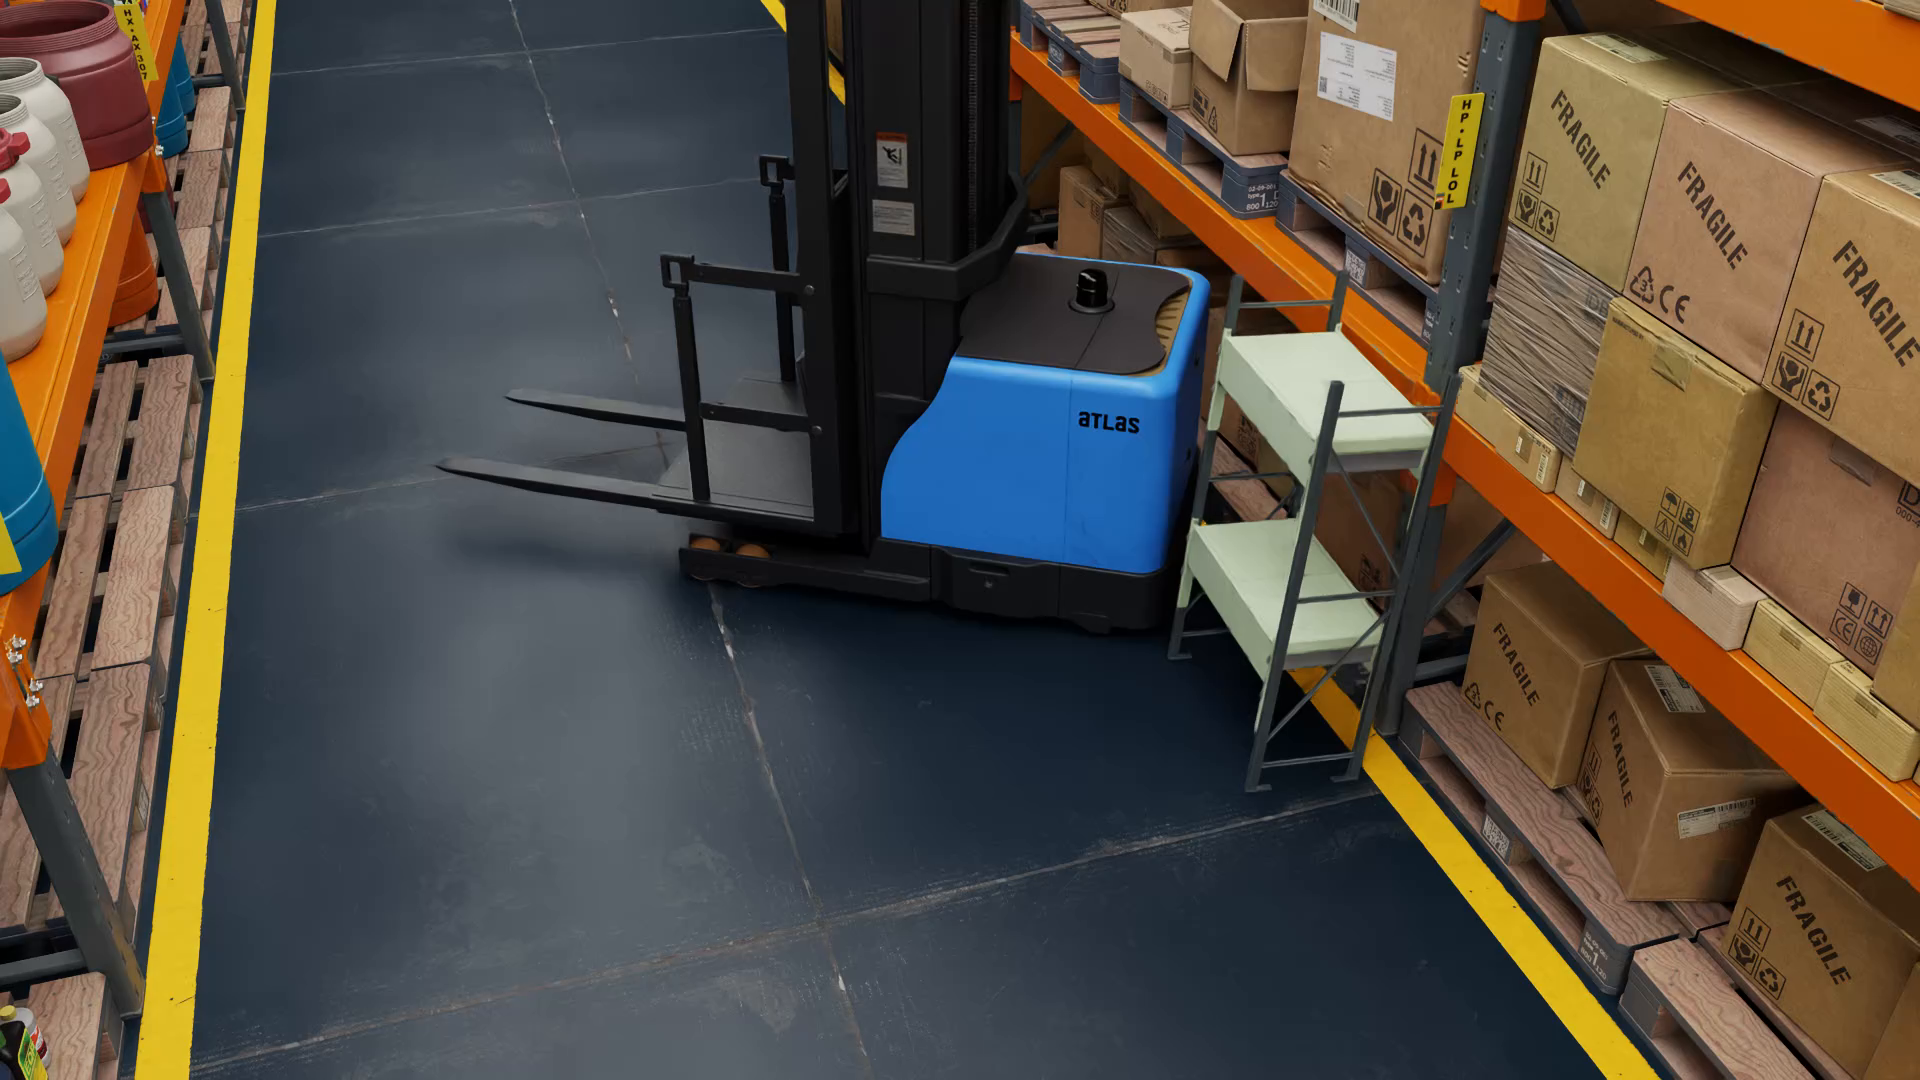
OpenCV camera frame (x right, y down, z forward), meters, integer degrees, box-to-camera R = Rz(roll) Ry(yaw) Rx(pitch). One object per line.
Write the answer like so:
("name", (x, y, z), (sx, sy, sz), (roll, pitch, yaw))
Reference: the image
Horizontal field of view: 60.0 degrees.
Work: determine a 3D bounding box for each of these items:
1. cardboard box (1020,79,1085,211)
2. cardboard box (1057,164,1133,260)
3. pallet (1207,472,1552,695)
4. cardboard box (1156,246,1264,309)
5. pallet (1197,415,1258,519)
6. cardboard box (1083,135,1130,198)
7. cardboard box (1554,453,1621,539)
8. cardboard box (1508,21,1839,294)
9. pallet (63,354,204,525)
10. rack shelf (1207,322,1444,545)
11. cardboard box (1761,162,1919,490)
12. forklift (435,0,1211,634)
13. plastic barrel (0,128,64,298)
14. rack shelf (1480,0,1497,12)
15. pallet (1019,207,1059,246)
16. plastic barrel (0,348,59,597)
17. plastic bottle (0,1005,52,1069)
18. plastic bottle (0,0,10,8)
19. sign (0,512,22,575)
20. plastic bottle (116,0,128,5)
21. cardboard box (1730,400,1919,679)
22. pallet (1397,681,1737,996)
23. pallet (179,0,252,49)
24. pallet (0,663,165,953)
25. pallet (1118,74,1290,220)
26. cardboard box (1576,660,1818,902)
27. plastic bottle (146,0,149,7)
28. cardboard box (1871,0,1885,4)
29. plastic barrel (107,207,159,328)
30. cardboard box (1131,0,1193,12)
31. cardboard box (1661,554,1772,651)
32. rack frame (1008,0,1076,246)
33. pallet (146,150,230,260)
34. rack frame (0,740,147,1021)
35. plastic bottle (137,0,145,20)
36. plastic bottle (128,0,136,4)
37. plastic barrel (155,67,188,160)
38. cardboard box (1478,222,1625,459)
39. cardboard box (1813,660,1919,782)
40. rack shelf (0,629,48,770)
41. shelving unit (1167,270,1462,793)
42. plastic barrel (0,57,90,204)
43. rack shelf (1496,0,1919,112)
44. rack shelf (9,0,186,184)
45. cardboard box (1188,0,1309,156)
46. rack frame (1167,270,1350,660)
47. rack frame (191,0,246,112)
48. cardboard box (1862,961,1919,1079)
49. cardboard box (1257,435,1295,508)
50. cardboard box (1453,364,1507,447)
("cardboard box", (0.497, -2.439, 9.267), (1.225, 0.875, 0.875), (-12, 35, -17))
("cardboard box", (0.911, -1.577, 8.284), (0.700, 0.500, 0.500), (-12, 35, -17))
("pallet", (1.668, 0.070, 6.452), (1.003, 0.211, 1.213), (-10, 35, -15))
("cardboard box", (1.272, -0.992, 7.398), (0.700, 0.500, 0.500), (-7, 34, -11))
("pallet", (1.293, -0.572, 7.423), (1.003, 0.211, 1.213), (-10, 35, -15))
("cardboard box", (0.920, -1.892, 8.080), (0.500, 0.250, 0.500), (-9, 34, -13))
("cardboard box", (1.853, -0.156, 4.494), (0.380, 0.149, 0.250), (-10, 35, -15))
("cardboard box", (1.803, -0.989, 4.258), (0.500, 0.500, 0.500), (-10, 35, -15))
("pallet", (-3.830, -0.375, 7.126), (1.003, 0.211, 1.213), (-10, 35, -15))
("rack shelf", (1.118, -0.348, 5.182), (0.431, 0.370, 0.720), (-4, 34, -14))
("cardboard box", (2.108, -0.464, 3.464), (0.500, 0.500, 0.500), (-10, 35, -15))
("forklift", (-0.603, -1.309, 6.073), (3.031, 2.935, 1.130), (8, 34, 12))
("plastic barrel", (-3.248, -1.060, 5.510), (0.433, 0.535, 0.433), (0, 33, 0))
("rack shelf", (1.297, -2.686, 6.026), (1.077, 0.370, 4.000), (-10, 35, -15))
("pallet", (0.519, -2.048, 9.658), (1.003, 0.211, 1.213), (-10, 35, -15))
("plastic barrel", (-2.639, -0.315, 4.051), (0.600, 0.901, 0.708), (-10, 35, -15))
("plastic bottle", (-2.402, 1.270, 4.246), (0.097, 0.201, 0.097), (0, 33, 0))
("plastic bottle", (-4.827, -2.765, 8.320), (0.061, 0.283, 0.133), (-10, 35, -15))
("sign", (-2.282, -0.054, 3.860), (0.100, 0.325, 0.005), (-10, 35, -15))
("plastic bottle", (-3.992, -2.506, 7.927), (0.061, 0.283, 0.133), (-10, 35, -15))
("cardboard box", (2.353, -0.090, 3.805), (0.875, 0.500, 0.500), (-10, 35, -15))
("pallet", (2.146, 0.825, 5.310), (1.003, 0.211, 1.213), (-10, 35, -15))
("pallet", (-5.887, -3.910, 12.475), (1.003, 0.211, 1.213), (-10, 35, -15))
("pallet", (-3.086, 0.906, 5.188), (1.003, 0.211, 1.213), (-10, 35, -15))
("pallet", (1.330, -1.672, 6.734), (1.003, 0.211, 1.213), (-10, 35, -15))
("cardboard box", (2.173, 0.699, 4.858), (0.500, 0.500, 0.500), (0, 33, 1))
("plastic bottle", (-4.215, -2.852, 8.461), (0.097, 0.271, 0.097), (0, 33, 0))
("cardboard box", (1.967, -1.317, 3.438), (0.500, 0.250, 0.500), (-10, 35, -15))
("plastic barrel", (-4.195, -1.476, 7.850), (0.600, 0.830, 0.708), (-10, 35, -15))
("cardboard box", (1.156, -2.449, 7.263), (0.700, 0.500, 0.500), (-5, 34, -8))
("cardboard box", (1.975, 0.111, 4.088), (0.380, 0.149, 0.250), (-10, 35, -15))
("rack frame", (0.687, -2.785, 8.244), (1.000, 3.000, 0.127), (-10, 35, -15))
("pallet", (-4.678, -1.835, 9.335), (1.003, 0.211, 1.213), (-10, 35, -15))
("rack frame", (-2.810, 0.148, 3.805), (1.000, 3.000, 0.127), (-10, 35, -15))
("plastic bottle", (-4.145, -2.731, 8.278), (0.097, 0.271, 0.097), (0, 33, 0))
("plastic bottle", (-4.063, -2.627, 8.110), (0.061, 0.283, 0.133), (-10, 35, -15))
("plastic barrel", (-4.884, -2.692, 9.625), (0.600, 0.901, 0.708), (-10, 35, -15))
("cardboard box", (1.986, -0.604, 4.583), (0.875, 0.500, 0.500), (-10, 35, -15))
("cardboard box", (2.157, 0.369, 3.699), (0.380, 0.149, 0.250), (-10, 35, -15))
("rack shelf", (-2.199, 1.498, 2.414), (1.077, 0.370, 4.000), (-10, 35, -15))
("shelving unit", (1.091, -0.019, 5.391), (0.431, 1.500, 0.755), (-4, 34, -14))
("plastic barrel", (-3.512, -1.494, 6.189), (0.421, 0.512, 0.421), (0, 33, 0))
("rack shelf", (2.517, -0.586, 2.848), (1.077, 0.370, 4.000), (-10, 35, -15))
("rack shelf", (-4.640, -2.702, 8.771), (1.077, 0.370, 4.000), (-10, 35, -15))
("cardboard box", (1.291, -1.798, 6.275), (0.797, 0.503, 0.637), (-7, 34, -10))
("rack frame", (1.001, -0.215, 5.687), (0.400, 1.500, 0.023), (-4, 34, -14))
("rack frame", (-5.250, -4.052, 10.161), (1.000, 3.000, 0.127), (-10, 35, -15))
("cardboard box", (2.565, 1.312, 3.929), (0.500, 0.500, 0.500), (-7, 34, -10))
("cardboard box", (1.613, -0.405, 6.510), (0.700, 0.500, 0.500), (-10, 35, -15))
("cardboard box", (1.687, -0.416, 4.887), (0.380, 0.149, 0.250), (-10, 35, -15))
